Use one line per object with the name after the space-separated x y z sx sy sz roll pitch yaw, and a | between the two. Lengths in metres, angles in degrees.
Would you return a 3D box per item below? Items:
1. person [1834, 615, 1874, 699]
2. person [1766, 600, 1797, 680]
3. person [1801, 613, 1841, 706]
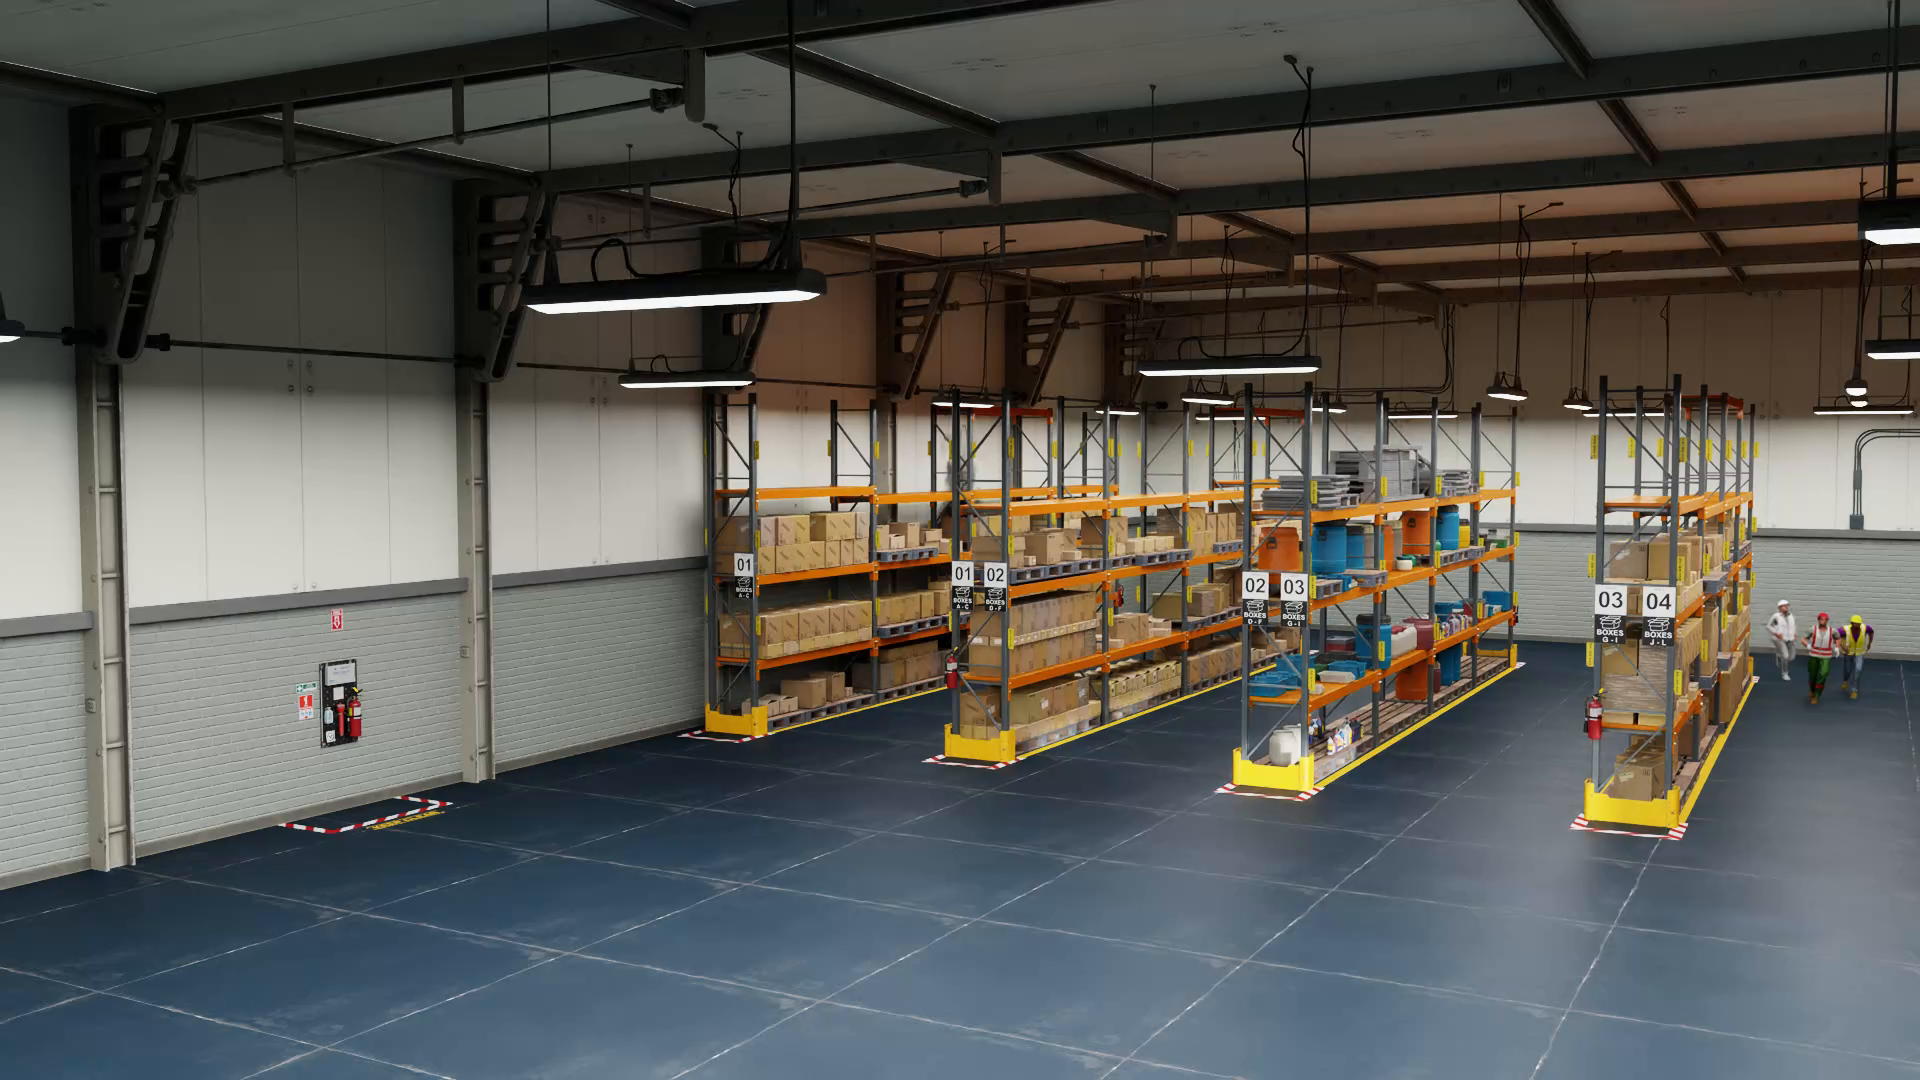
18.170 2.351 33.864 0.743 1.714 1.056 1 3 15 | person
18.061 2.186 36.529 0.678 1.737 0.680 0 3 -7 | person
16.981 2.327 32.831 0.698 1.800 0.945 2 4 32 | person
